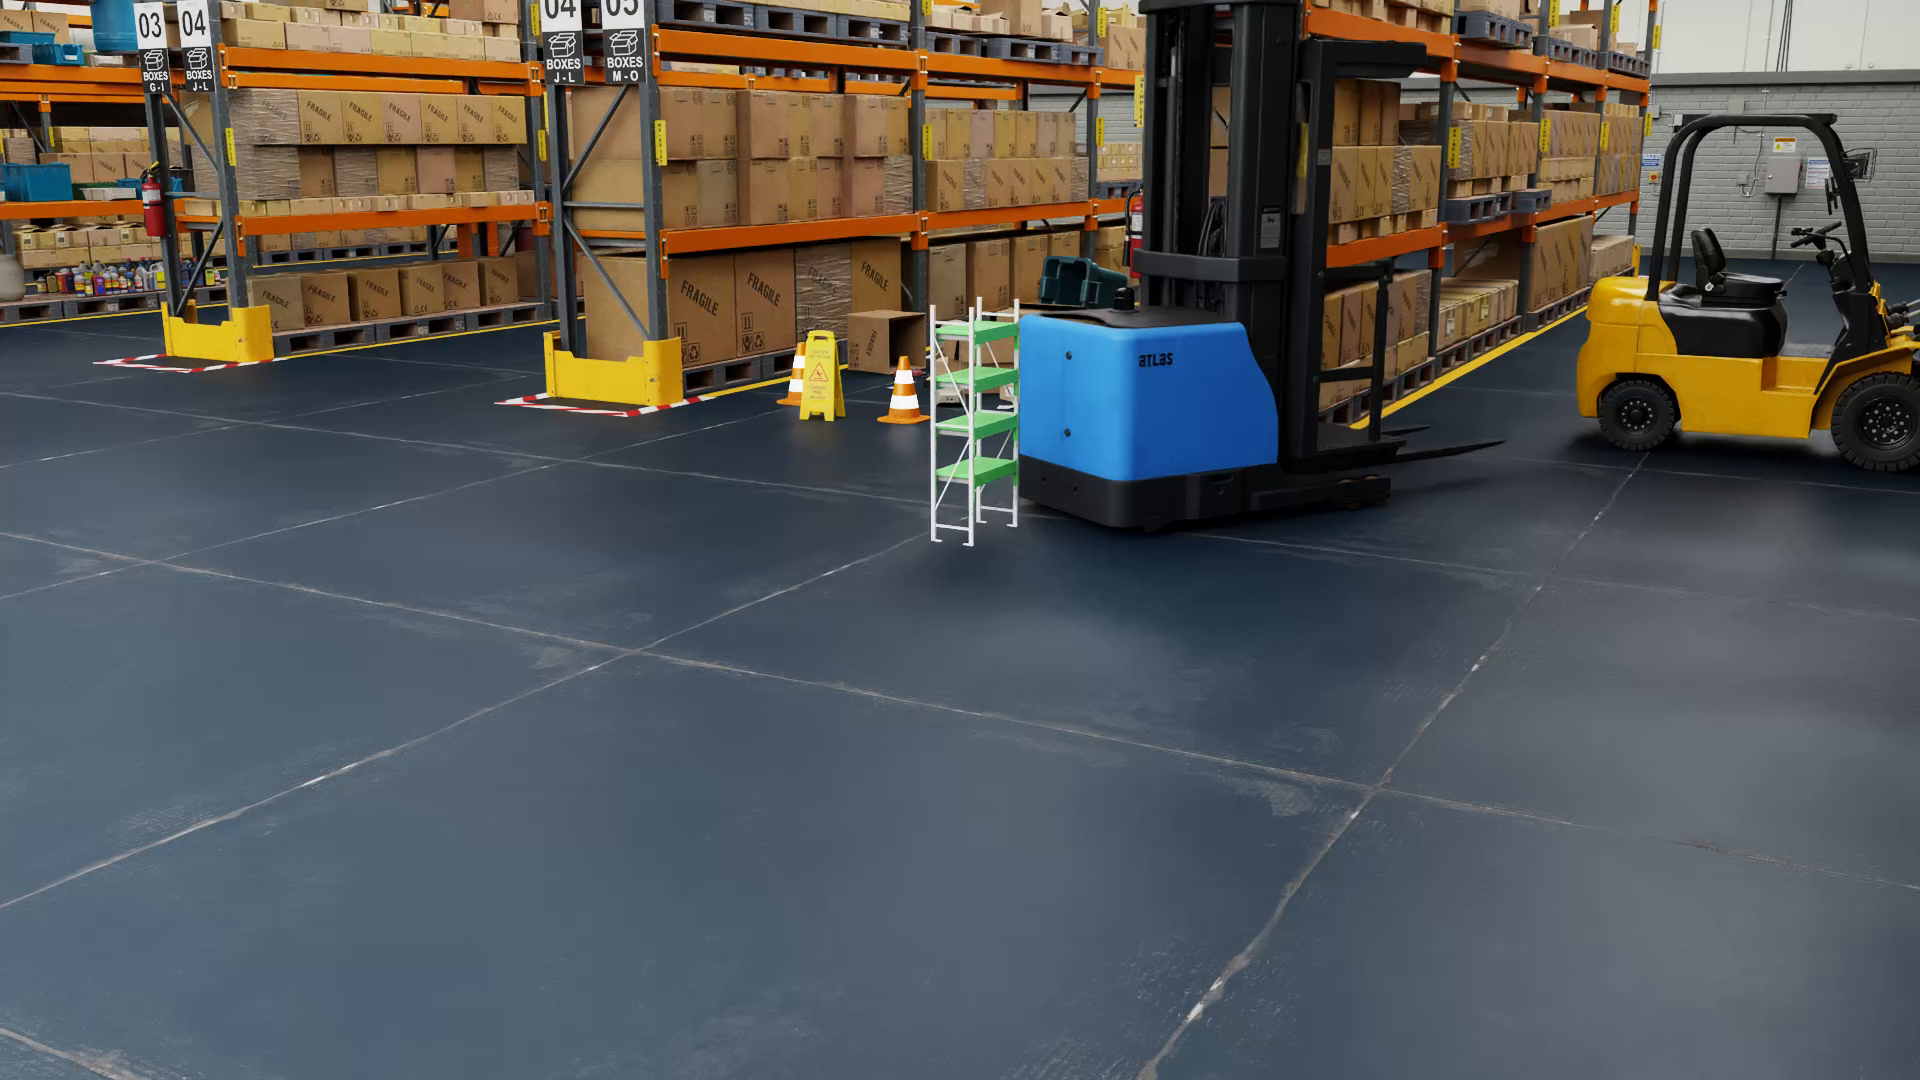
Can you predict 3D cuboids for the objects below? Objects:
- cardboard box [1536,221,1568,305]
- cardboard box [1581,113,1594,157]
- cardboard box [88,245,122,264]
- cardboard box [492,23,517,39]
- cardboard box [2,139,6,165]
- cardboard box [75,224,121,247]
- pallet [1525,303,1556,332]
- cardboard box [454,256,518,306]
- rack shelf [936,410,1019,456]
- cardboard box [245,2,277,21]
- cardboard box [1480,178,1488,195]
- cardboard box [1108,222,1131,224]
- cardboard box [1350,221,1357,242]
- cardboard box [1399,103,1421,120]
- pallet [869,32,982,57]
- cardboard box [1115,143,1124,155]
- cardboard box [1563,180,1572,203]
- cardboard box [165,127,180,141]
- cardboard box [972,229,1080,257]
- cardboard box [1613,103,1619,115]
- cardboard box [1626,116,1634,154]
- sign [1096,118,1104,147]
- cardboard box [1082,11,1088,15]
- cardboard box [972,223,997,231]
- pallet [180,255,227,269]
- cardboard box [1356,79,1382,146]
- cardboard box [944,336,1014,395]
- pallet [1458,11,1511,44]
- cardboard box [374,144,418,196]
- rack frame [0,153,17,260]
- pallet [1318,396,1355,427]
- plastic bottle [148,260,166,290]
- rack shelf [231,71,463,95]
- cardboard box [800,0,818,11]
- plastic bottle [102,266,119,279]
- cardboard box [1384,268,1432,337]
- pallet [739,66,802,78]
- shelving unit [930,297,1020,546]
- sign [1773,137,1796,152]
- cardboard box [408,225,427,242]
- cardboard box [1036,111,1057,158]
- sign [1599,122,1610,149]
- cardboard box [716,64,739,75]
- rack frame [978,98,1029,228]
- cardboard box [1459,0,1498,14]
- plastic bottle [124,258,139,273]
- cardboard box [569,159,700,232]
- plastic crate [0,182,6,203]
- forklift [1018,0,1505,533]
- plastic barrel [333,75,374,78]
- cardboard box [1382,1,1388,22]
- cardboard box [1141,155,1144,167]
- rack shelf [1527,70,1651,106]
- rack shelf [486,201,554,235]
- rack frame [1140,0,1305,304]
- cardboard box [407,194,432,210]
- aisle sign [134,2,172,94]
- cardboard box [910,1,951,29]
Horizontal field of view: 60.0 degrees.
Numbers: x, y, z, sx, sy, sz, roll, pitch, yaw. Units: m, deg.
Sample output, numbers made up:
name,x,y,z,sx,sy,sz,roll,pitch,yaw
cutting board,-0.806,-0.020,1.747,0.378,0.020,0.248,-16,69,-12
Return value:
name,x,y,z,sx,sy,sz,roll,pitch,yaw
cardboard box,6.360,-3.176,18.944,0.875,0.875,0.875,8,15,29
cardboard box,7.212,-4.818,19.772,0.500,0.500,0.500,8,16,29
cardboard box,-12.853,-4.249,24.727,0.500,0.250,0.500,7,15,26
cardboard box,-4.995,-5.472,17.899,0.380,0.149,0.250,8,16,30
cardboard box,-16.630,-6.543,28.123,0.700,0.500,0.500,6,15,23
cardboard box,-12.847,-4.520,24.657,0.500,0.311,0.500,7,15,26
pallet,5.965,-2.487,18.401,1.003,0.211,1.213,7,15,28
cardboard box,-5.319,-2.903,18.614,0.500,0.500,0.500,7,15,26
rack shelf,0.080,-0.555,8.549,0.258,0.148,0.480,7,15,28
cardboard box,-6.479,-4.823,15.208,0.380,0.149,0.250,8,16,29
cardboard box,4.609,-3.244,15.231,0.380,0.149,0.250,8,15,28
cardboard box,2.177,-3.902,21.155,0.500,0.250,0.500,8,15,28
cardboard box,2.564,-2.175,11.691,0.380,0.149,0.250,8,16,30
cardboard box,3.932,-3.845,14.955,0.380,0.149,0.250,7,15,26
pallet,-0.398,-4.968,16.749,0.805,0.209,1.217,7,15,26
cardboard box,1.779,-4.779,20.328,0.380,0.149,0.250,7,15,28
cardboard box,6.702,-4.005,19.065,0.500,0.250,0.500,7,15,28
cardboard box,-14.736,-7.551,30.964,0.500,0.250,0.500,8,16,29
cardboard box,0.763,-3.226,19.418,1.050,0.750,0.750,7,15,27
cardboard box,8.356,-5.603,21.643,0.380,0.149,0.250,7,15,26
cardboard box,8.892,-5.528,22.718,0.500,0.500,0.500,7,15,28
sign,1.623,-4.731,19.285,0.100,0.325,0.005,7,15,28
cardboard box,1.708,-6.488,20.797,0.396,0.266,0.258,7,15,28
cardboard box,0.031,-5.298,27.747,0.875,0.875,0.875,7,15,28
pallet,-12.259,-4.416,26.399,1.003,0.211,1.213,7,15,28
cardboard box,2.916,-3.380,13.174,0.700,0.500,0.500,7,15,28
cardboard box,0.284,-1.482,13.608,0.797,0.503,0.637,-3,14,-11
pallet,3.976,-4.351,14.181,1.213,0.211,1.003,7,15,28
cardboard box,-6.066,-3.789,17.004,0.875,0.500,0.500,7,15,28
rack frame,-13.761,-5.115,23.351,1.000,3.000,0.127,7,15,28
pallet,2.111,-0.871,11.697,1.003,0.211,1.213,7,15,28
plastic bottle,-9.734,-3.209,20.157,0.144,0.351,0.185,7,15,28
rack shelf,-8.460,-6.072,22.454,1.077,0.370,4.000,7,15,28
cardboard box,-1.431,-4.574,14.133,0.380,0.149,0.250,7,15,28
plastic bottle,-10.335,-3.187,20.225,0.152,0.276,0.135,7,15,28
cardboard box,3.533,-1.949,13.590,0.500,0.500,0.500,7,15,27
pallet,-2.892,-6.317,22.339,1.213,0.211,1.003,8,16,31
shelving unit,0.080,-0.617,8.534,0.258,1.200,0.503,7,15,28
sign,13.911,-6.673,28.050,0.339,0.242,0.001,7,15,28
cardboard box,-9.881,-5.621,29.846,0.500,0.500,0.500,7,15,28
cardboard box,0.667,-4.570,18.742,0.700,0.500,0.500,7,15,27
sign,7.931,-4.975,20.470,0.100,0.325,0.005,7,15,28
cardboard box,-3.172,-6.073,21.242,0.500,0.250,0.500,7,15,28
rack frame,0.710,-6.454,28.904,1.000,3.000,0.127,7,15,28
cardboard box,4.218,-4.533,13.960,0.500,0.250,0.500,7,15,27
plastic bottle,-10.271,-3.322,20.626,0.144,0.351,0.185,7,15,26
cardboard box,-2.592,-2.743,13.191,0.875,0.550,0.550,7,15,28
plastic crate,-11.061,-3.929,18.750,0.499,0.251,0.408,7,15,28
forklift,1.833,-1.695,9.309,3.031,2.935,1.130,-8,16,-30
plastic barrel,-8.396,-6.763,22.868,0.600,0.830,0.708,7,15,28
cardboard box,2.808,-3.740,11.783,0.380,0.149,0.250,7,15,27
cardboard box,2.167,-4.797,21.038,0.380,0.149,0.250,7,15,28
rack shelf,8.419,-6.029,22.278,1.077,0.370,4.000,7,15,28
rack shelf,-4.124,-4.053,20.478,1.077,0.370,4.000,7,15,28
rack frame,1.651,-2.049,10.631,1.000,3.000,0.127,7,15,28
cardboard box,-5.675,-3.486,17.131,0.380,0.149,0.250,7,15,28
aisle sign,-7.317,-4.456,15.072,0.394,0.787,0.004,7,15,28
cardboard box,-0.287,-5.151,16.275,0.258,0.266,0.396,7,15,27
